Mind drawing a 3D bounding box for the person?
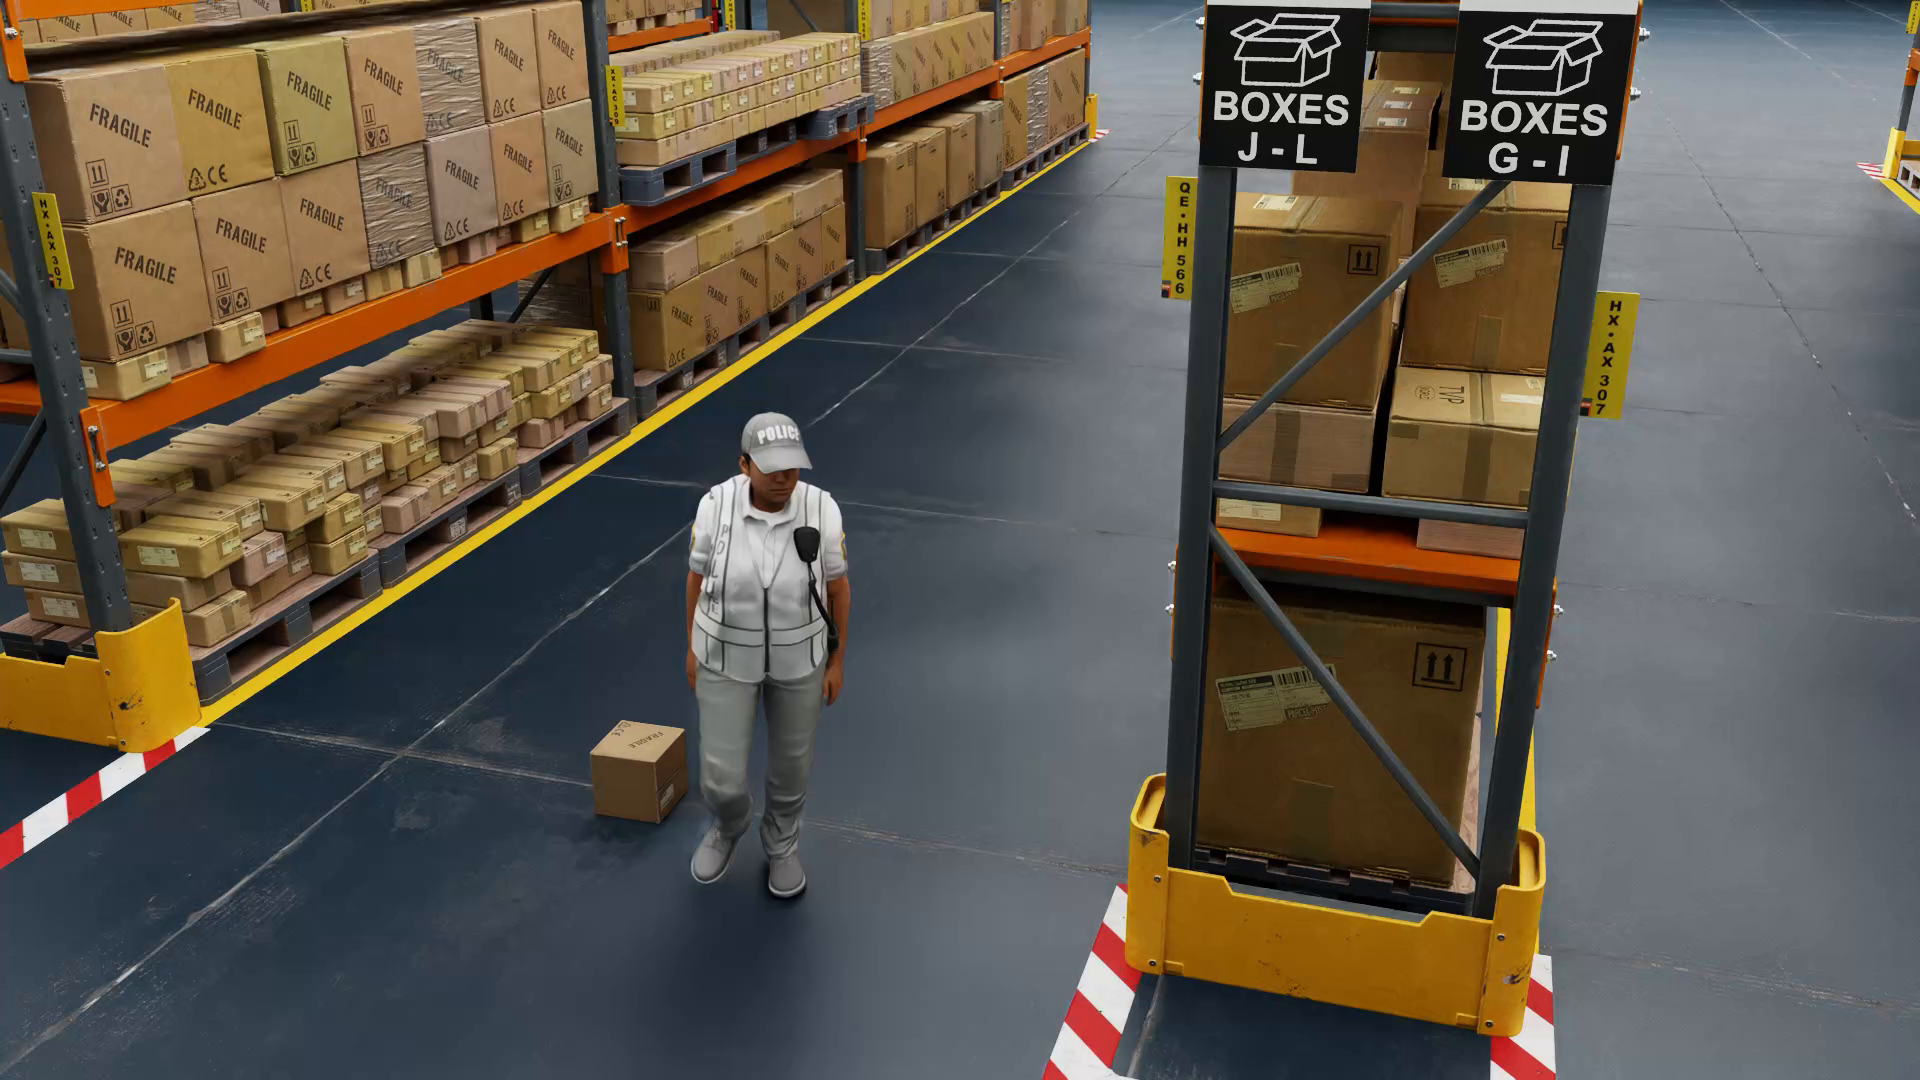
[{"bbox_3d":[-0.598,0.382,5.115,0.537,1.651,0.481,-5,23,-11],"label":"person"}]
